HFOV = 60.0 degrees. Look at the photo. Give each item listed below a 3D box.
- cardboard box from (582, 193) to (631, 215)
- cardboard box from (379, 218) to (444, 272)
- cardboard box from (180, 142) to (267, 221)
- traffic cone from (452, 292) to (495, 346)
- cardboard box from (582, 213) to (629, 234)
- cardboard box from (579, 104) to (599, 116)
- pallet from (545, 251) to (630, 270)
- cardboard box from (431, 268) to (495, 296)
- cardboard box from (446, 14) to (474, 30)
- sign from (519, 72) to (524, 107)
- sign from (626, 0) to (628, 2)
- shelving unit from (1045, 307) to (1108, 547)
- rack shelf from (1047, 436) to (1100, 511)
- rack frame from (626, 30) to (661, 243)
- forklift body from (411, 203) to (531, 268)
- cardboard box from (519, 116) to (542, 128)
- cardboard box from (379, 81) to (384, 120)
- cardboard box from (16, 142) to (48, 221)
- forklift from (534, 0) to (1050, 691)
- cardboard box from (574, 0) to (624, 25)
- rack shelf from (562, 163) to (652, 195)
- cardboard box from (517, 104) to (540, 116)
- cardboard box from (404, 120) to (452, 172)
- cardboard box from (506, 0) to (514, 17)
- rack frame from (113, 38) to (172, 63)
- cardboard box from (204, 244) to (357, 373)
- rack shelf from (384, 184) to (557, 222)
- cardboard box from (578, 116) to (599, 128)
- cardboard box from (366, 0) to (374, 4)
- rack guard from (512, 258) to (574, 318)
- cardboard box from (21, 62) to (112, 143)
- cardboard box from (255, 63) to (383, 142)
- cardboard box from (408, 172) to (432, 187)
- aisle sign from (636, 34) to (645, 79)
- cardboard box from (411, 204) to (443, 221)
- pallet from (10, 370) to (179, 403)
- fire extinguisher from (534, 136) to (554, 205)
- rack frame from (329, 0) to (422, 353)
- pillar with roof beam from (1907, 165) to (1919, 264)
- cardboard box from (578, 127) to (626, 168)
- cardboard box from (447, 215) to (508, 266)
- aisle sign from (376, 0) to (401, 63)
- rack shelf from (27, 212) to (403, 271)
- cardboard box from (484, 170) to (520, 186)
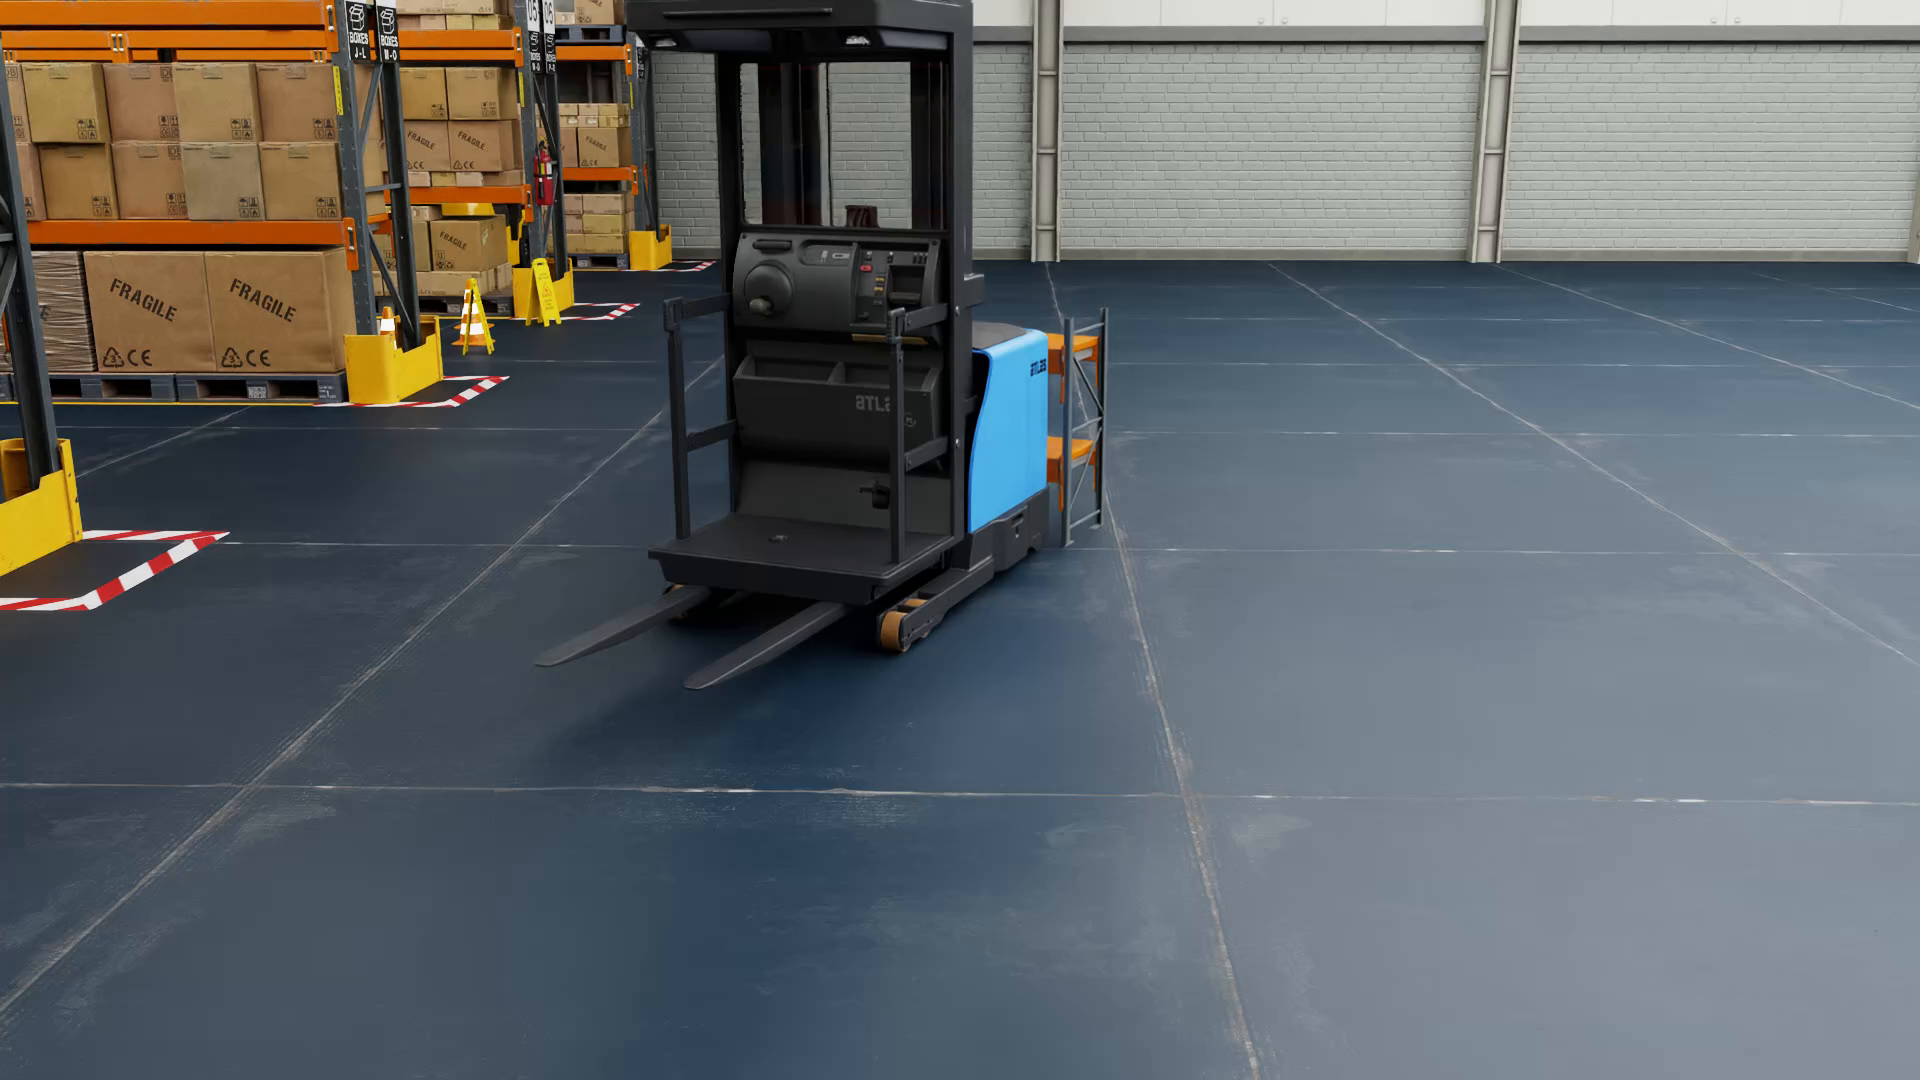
[{"bbox_3d":[-4.615,-4.396,21.728,0.500,0.250,0.500,1,15,3],"label":"cardboard box"},{"bbox_3d":[-5.599,-3.027,17.030,0.500,0.500,0.500,1,15,4],"label":"cardboard box"},{"bbox_3d":[-5.217,-2.648,12.202,0.550,0.550,0.875,0,15,1],"label":"cardboard box"},{"bbox_3d":[-4.421,-2.011,15.057,0.334,0.463,0.336,0,15,1],"label":"traffic cone"},{"bbox_3d":[-4.641,-4.154,21.792,0.500,0.250,0.500,0,15,1],"label":"cardboard box"},{"bbox_3d":[-4.757,-5.563,21.497,0.250,0.149,0.380,0,15,2],"label":"cardboard box"},{"bbox_3d":[-4.912,-3.761,22.183,1.213,0.211,1.003,0,15,1],"label":"pallet"},{"bbox_3d":[-5.108,-2.660,17.109,0.500,0.250,0.500,0,15,1],"label":"cardboard box"},{"bbox_3d":[-4.883,-5.103,16.413,0.250,0.149,0.380,0,15,2],"label":"cardboard box"},{"bbox_3d":[-4.304,-4.421,16.327,0.005,0.325,0.100,0,15,1],"label":"sign"},{"bbox_3d":[-4.174,-6.817,20.839,0.005,0.325,0.100,0,15,1],"label":"sign"},{"bbox_3d":[0.167,-0.627,8.512,1.048,1.125,0.538,7,16,25],"label":"shelving unit"},{"bbox_3d":[0.167,-0.391,8.574,1.000,0.278,0.538,7,16,25],"label":"rack shelf"},{"bbox_3d":[-4.146,-5.115,21.849,0.127,3.000,1.000,0,15,1],"label":"rack frame"},{"bbox_3d":[-6.089,-4.252,20.241,1.214,2.155,2.313,0,15,1],"label":"forklift body"},{"bbox_3d":[-5.530,-5.414,21.512,0.250,0.149,0.380,0,15,0],"label":"cardboard box"},{"bbox_3d":[-5.804,-4.455,16.607,0.500,0.500,0.700,0,15,1],"label":"cardboard box"},{"bbox_3d":[-6.837,-2.654,12.227,0.550,0.550,0.875,0,15,1],"label":"cardboard box"},{"bbox_3d":[-0.600,-1.090,6.727,1.130,2.935,3.031,6,16,22],"label":"forklift"},{"bbox_3d":[-4.595,-6.806,21.163,0.500,0.500,0.500,1,15,3],"label":"cardboard box"},{"bbox_3d":[-6.146,-4.781,21.990,4.000,0.370,1.077,0,15,1],"label":"rack shelf"},{"bbox_3d":[-5.530,-5.552,21.454,0.250,0.149,0.380,1,15,3],"label":"cardboard box"},{"bbox_3d":[-5.319,-3.979,16.764,0.500,0.500,0.500,0,15,2],"label":"cardboard box"},{"bbox_3d":[-4.765,-5.442,16.919,0.500,0.250,0.500,0,15,0],"label":"cardboard box"},{"bbox_3d":[-8.268,-3.876,17.150,0.127,3.000,1.000,0,15,1],"label":"rack frame"},{"bbox_3d":[-4.974,-1.750,12.434,0.875,0.875,0.875,0,15,2],"label":"cardboard box"},{"bbox_3d":[-6.269,-3.515,17.192,4.000,0.370,1.077,0,15,1],"label":"rack shelf"},{"bbox_3d":[-4.756,-5.402,21.469,0.250,0.149,0.380,1,15,2],"label":"cardboard box"},{"bbox_3d":[-5.809,-5.312,16.423,0.500,0.250,0.500,1,15,3],"label":"cardboard box"},{"bbox_3d":[-4.345,-2.641,17.372,0.348,0.500,1.175,0,15,1],"label":"rack guard"},{"bbox_3d":[-6.306,-3.182,12.110,0.500,0.550,0.875,0,15,1],"label":"cardboard box"},{"bbox_3d":[-4.665,-3.193,12.153,0.550,0.550,0.875,0,15,1],"label":"cardboard box"},{"bbox_3d":[-5.419,-3.650,16.789,0.250,0.149,0.380,1,15,2],"label":"cardboard box"},{"bbox_3d":[-4.088,-6.297,21.232,0.004,0.787,0.394,0,15,1],"label":"aisle sign"},{"bbox_3d":[-5.446,-3.323,16.882,0.250,0.149,0.380,1,15,3],"label":"cardboard box"},{"bbox_3d":[-6.313,-1.232,12.596,1.213,0.211,1.003,0,15,1],"label":"pallet"},{"bbox_3d":[-4.167,-3.694,16.612,0.183,0.674,0.296,0,15,1],"label":"fire extinguisher"},{"bbox_3d":[-4.295,-2.587,12.264,0.127,3.000,1.000,0,15,1],"label":"rack frame"},{"bbox_3d":[13.065,-7.035,17.366,0.400,9.000,9.100,0,15,1],"label":"pillar with roof beam"},{"bbox_3d":[-4.645,-5.100,21.594,0.500,0.500,0.500,0,15,0],"label":"cardboard box"},{"bbox_3d":[-5.093,-3.161,17.540,0.500,0.500,0.500,0,15,0],"label":"cardboard box"},{"bbox_3d":[-4.216,-3.920,12.220,0.004,0.787,0.394,0,15,1],"label":"aisle sign"},{"bbox_3d":[-6.294,-2.252,12.405,4.000,0.370,1.077,0,15,1],"label":"rack shelf"},{"bbox_3d":[-4.649,-3.676,16.885,0.250,0.149,0.380,1,15,3],"label":"cardboard box"}]
